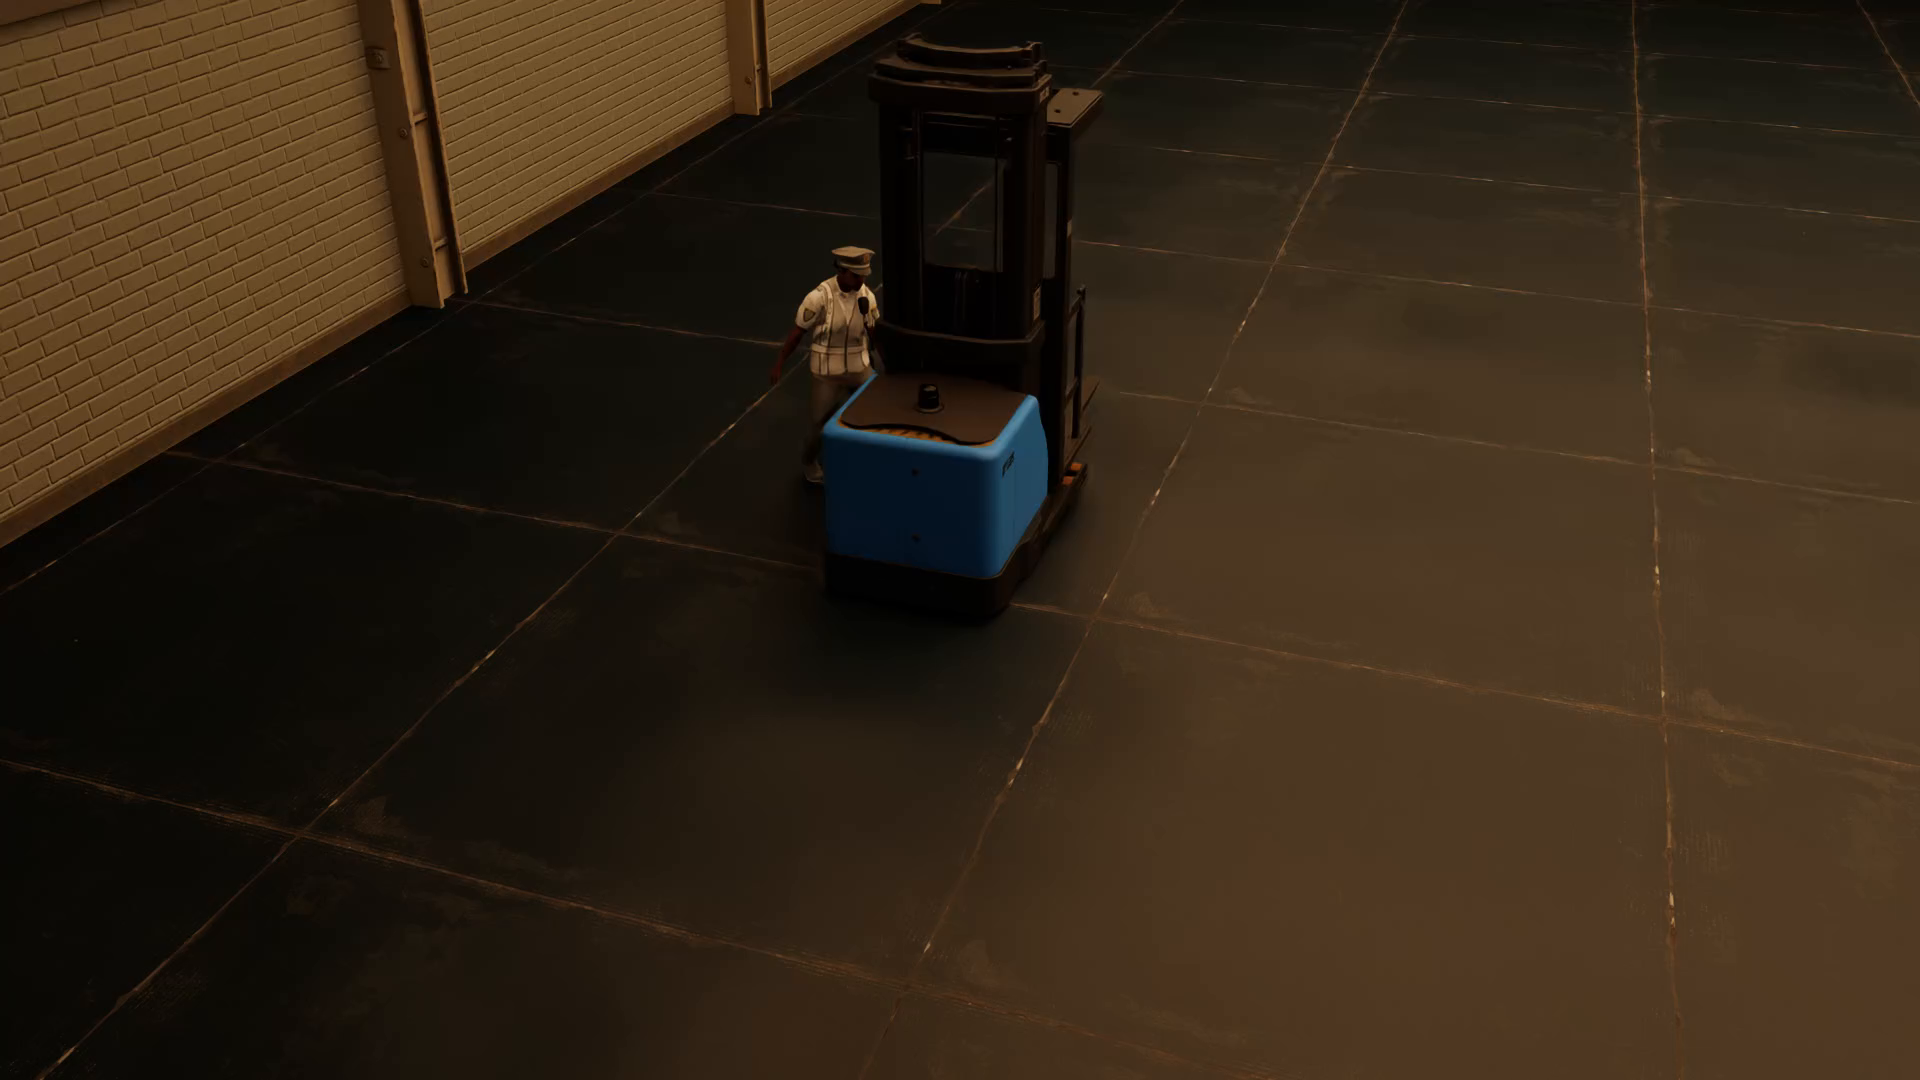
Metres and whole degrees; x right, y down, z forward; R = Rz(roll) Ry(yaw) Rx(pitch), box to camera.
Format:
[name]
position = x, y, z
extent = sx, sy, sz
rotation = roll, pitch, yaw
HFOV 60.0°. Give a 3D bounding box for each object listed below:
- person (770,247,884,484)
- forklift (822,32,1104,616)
[person]
position = -0.784, -1.091, 10.423
extent = 0.818, 1.592, 0.466
rotation = -11, 31, -18
[forklift]
position = 0.180, -1.568, 9.887
extent = 1.130, 2.935, 3.031
rotation = 9, 31, 16
